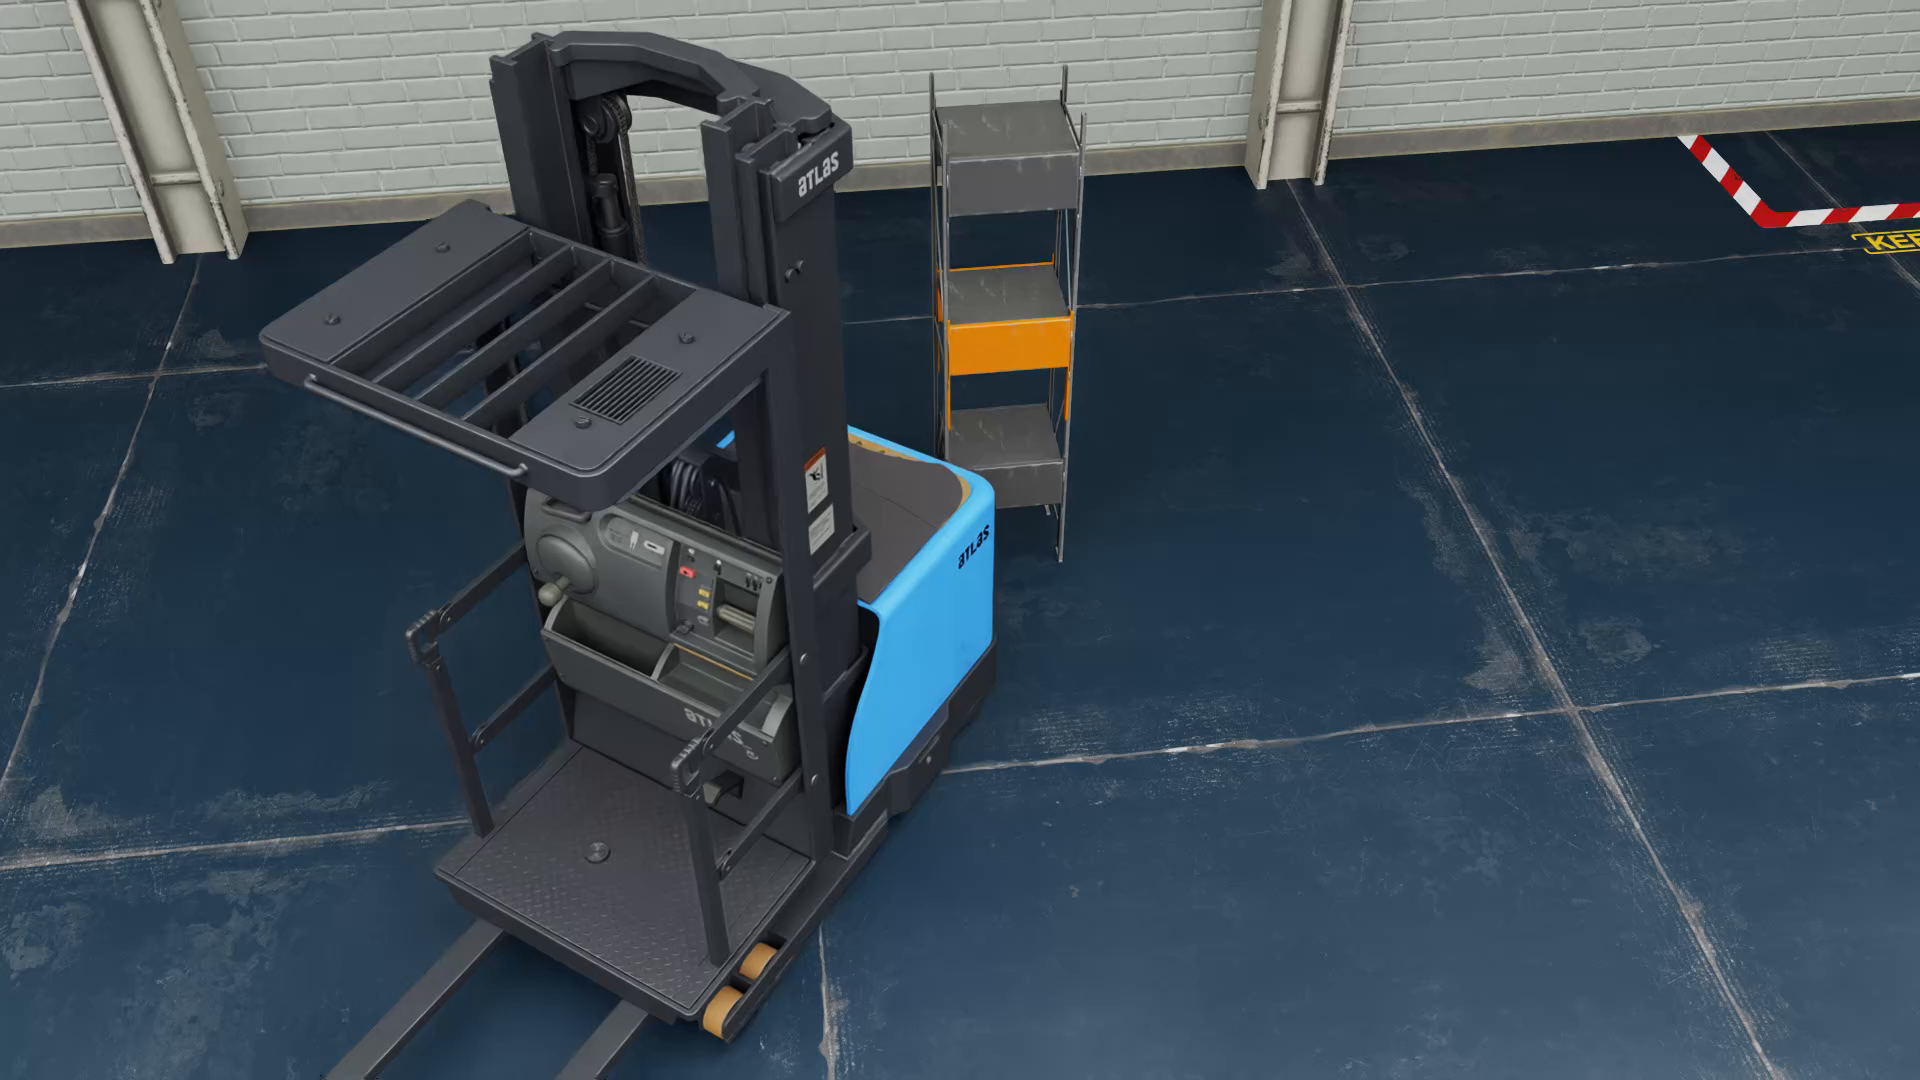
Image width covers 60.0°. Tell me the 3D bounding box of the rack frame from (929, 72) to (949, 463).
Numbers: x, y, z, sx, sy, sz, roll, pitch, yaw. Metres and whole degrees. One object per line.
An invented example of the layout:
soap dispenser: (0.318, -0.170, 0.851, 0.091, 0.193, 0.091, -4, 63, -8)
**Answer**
rack frame: (-0.078, -0.773, 6.539, 0.015, 2.100, 0.400, -5, 42, -6)

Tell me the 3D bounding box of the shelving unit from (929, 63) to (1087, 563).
shelving unit: (0.164, -0.794, 6.563, 0.503, 2.100, 0.431, -5, 42, -6)

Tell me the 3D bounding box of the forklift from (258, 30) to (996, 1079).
forklift: (-1.046, 0.181, 4.861, 1.130, 2.935, 3.031, 22, 46, 22)

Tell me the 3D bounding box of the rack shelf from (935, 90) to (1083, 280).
rack shelf: (0.164, -1.304, 6.103, 0.480, 0.518, 0.431, -5, 42, -6)

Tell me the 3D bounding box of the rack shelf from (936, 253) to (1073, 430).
rack shelf: (0.164, -0.784, 6.572, 0.480, 0.518, 0.431, -5, 42, -6)

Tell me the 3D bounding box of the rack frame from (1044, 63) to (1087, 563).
rack frame: (0.406, -0.815, 6.586, 0.015, 2.100, 0.400, -5, 42, -6)

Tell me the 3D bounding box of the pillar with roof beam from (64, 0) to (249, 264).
pillar with roof beam: (-3.527, -2.078, 2.835, 0.400, 9.000, 9.100, -5, 42, -6)

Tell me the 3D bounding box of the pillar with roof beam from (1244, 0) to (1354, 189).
pillar with roof beam: (2.422, -2.599, 3.413, 0.400, 9.000, 9.100, -5, 42, -6)

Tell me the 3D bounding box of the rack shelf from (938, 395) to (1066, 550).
rack shelf: (0.164, -0.264, 7.041, 0.480, 0.518, 0.431, -5, 42, -6)
